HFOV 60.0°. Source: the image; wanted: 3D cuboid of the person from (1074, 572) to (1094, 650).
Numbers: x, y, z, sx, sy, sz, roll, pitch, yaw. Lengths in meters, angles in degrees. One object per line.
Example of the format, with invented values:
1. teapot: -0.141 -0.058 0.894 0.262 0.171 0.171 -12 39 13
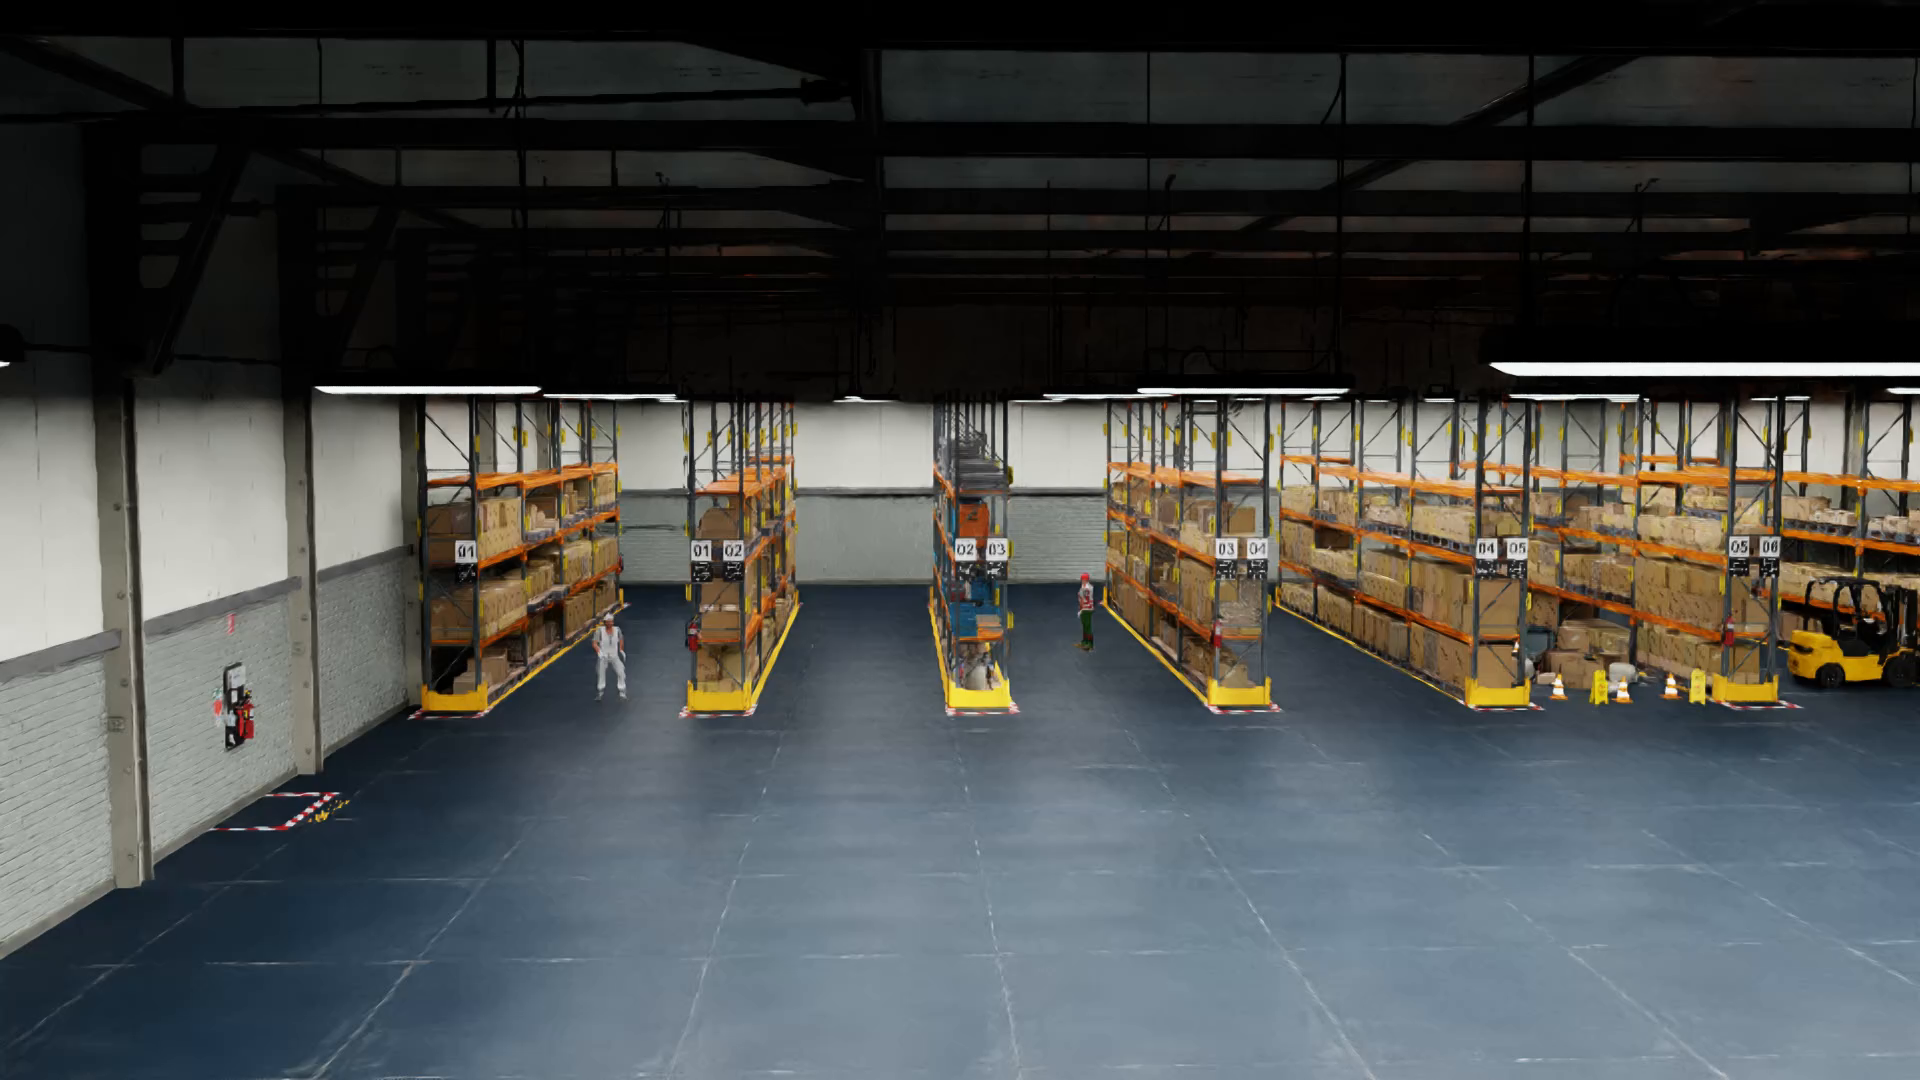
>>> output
1. person: 2.908 1.644 38.899 0.577 1.785 0.655 2 5 24

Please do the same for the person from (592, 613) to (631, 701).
1. person: -6.750 2.245 31.992 0.675 1.722 0.793 -2 5 -22
